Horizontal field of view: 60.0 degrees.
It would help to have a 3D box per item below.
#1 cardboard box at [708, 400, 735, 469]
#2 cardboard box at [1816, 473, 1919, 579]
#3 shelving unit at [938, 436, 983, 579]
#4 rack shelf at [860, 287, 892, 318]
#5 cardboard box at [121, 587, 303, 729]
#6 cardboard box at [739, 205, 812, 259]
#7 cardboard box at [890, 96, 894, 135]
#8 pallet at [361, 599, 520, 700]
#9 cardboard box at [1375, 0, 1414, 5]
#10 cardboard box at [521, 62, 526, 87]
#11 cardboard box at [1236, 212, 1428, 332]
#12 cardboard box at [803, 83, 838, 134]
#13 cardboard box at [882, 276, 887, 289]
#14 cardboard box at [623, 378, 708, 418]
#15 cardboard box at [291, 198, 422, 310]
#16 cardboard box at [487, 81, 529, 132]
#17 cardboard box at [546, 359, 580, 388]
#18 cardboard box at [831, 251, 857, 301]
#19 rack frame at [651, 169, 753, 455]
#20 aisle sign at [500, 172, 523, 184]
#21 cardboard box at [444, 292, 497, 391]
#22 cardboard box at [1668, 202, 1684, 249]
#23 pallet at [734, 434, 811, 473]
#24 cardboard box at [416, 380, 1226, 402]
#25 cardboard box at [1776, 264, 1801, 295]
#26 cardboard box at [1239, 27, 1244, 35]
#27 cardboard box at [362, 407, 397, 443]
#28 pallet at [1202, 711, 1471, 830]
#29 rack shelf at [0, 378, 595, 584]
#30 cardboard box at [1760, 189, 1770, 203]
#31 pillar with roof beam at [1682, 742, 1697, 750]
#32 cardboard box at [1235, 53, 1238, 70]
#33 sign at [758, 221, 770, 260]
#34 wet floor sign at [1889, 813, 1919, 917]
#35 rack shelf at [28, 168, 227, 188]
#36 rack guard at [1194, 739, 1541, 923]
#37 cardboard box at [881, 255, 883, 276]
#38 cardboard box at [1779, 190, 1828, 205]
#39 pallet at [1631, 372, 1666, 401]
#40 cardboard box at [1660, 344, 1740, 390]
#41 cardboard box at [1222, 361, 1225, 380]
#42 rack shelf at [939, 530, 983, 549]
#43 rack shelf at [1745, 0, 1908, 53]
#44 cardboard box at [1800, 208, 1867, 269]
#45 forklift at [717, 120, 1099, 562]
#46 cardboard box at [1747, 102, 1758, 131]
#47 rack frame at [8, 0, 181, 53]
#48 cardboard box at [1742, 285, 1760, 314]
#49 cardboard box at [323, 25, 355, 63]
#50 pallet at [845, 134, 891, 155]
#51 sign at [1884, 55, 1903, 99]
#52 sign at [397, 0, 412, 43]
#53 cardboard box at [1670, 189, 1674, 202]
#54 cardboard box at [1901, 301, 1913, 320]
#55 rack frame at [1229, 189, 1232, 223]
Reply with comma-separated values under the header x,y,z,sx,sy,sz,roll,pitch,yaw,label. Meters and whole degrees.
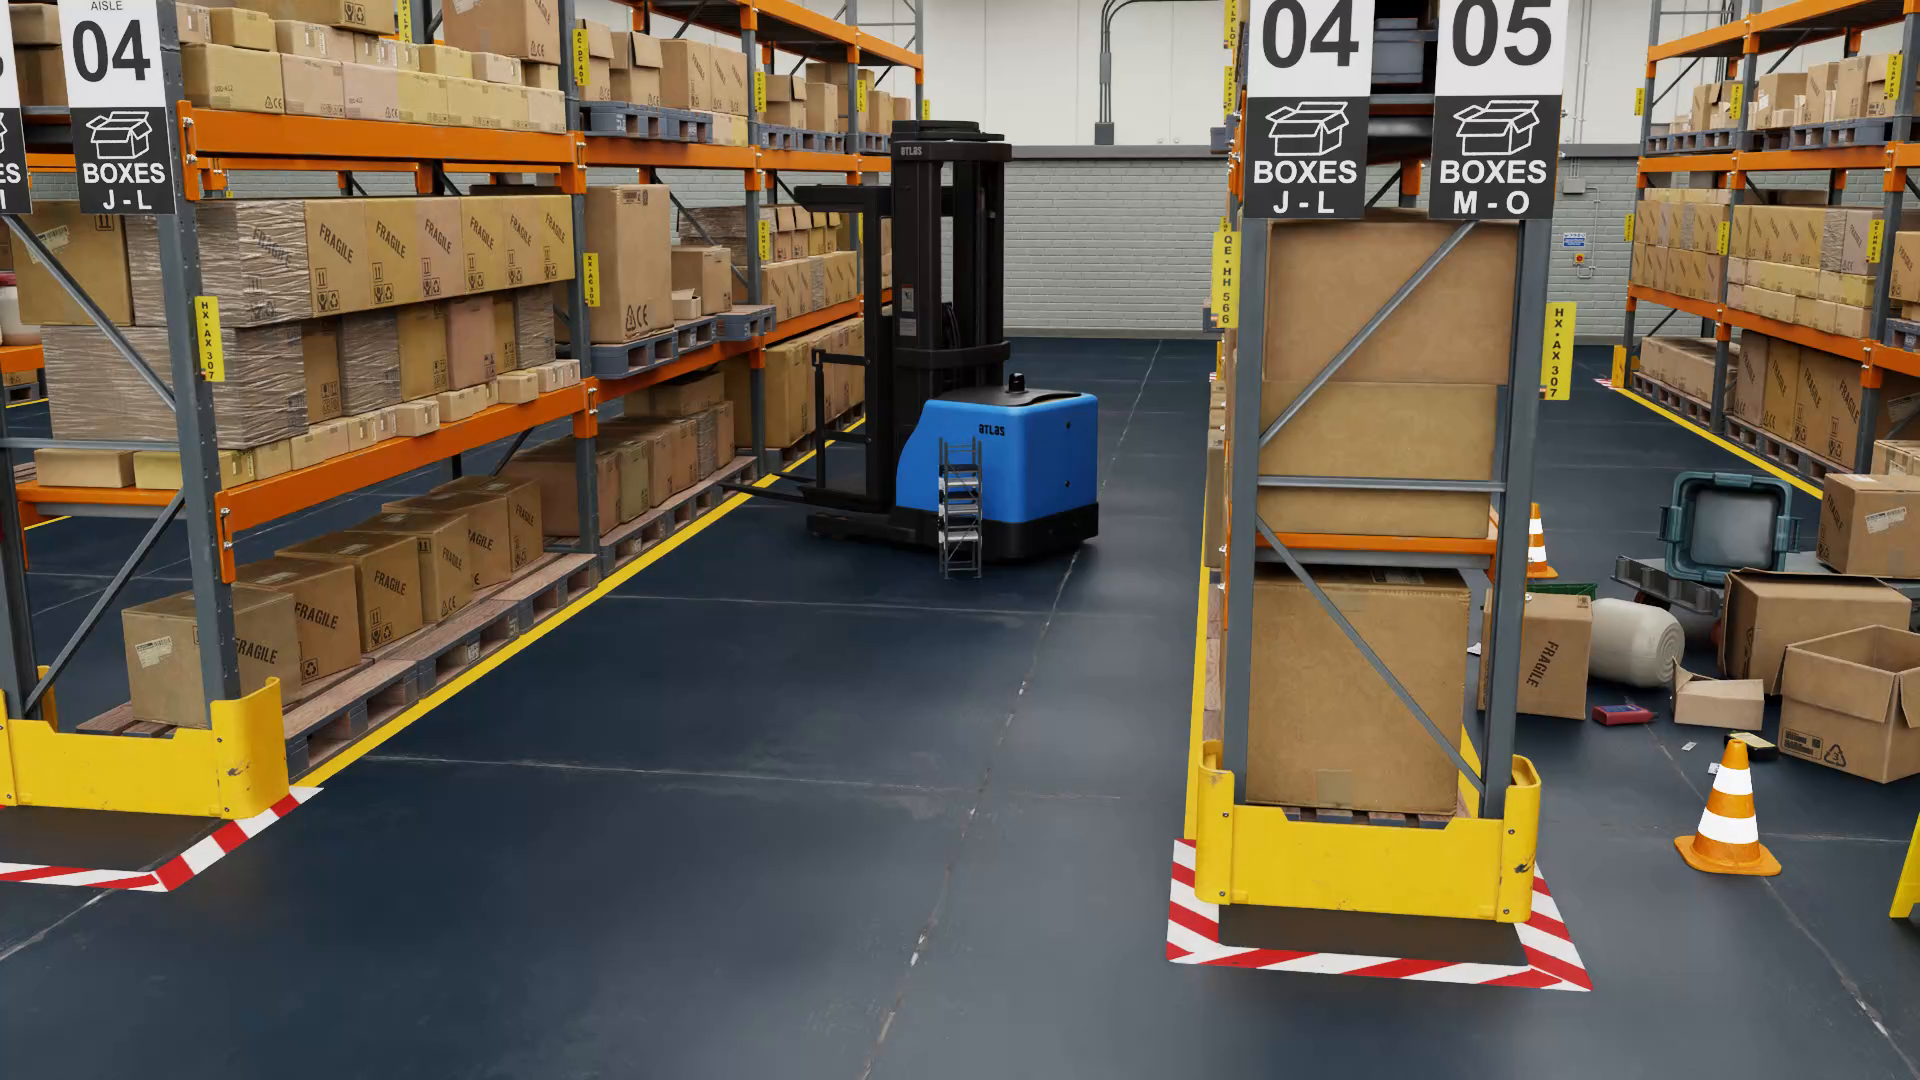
x,y,z,sx,sy,sz,roll,pitch,yaw,label
-2.289,-0.889,13.887,0.700,0.500,0.500,1,12,6,cardboard box
5.208,-0.082,9.389,0.500,0.500,0.500,2,12,9,cardboard box
5.506,-0.661,7.482,9.927,3.194,8.476,-2,12,-10,shelving unit
-1.283,-2.933,20.192,1.077,0.370,4.000,2,12,9,rack shelf
-3.324,0.517,7.413,0.500,0.500,0.500,4,13,19,cardboard box
-1.878,-3.002,16.186,0.797,0.503,0.637,2,12,10,cardboard box
-1.208,-5.247,20.631,0.700,0.500,0.500,1,12,7,cardboard box
-3.075,0.556,8.914,1.003,0.211,1.213,2,12,9,pallet
1.854,-2.179,6.281,0.500,0.250,0.500,2,12,8,cardboard box
-2.717,-2.661,9.512,0.380,0.149,0.250,2,12,9,cardboard box
1.711,-1.210,7.570,0.875,0.550,0.500,2,12,9,cardboard box
-1.670,-4.468,17.251,0.700,0.500,0.500,2,12,10,cardboard box
-1.058,-3.014,19.456,0.380,0.149,0.250,2,12,8,cardboard box
-2.351,-1.144,13.293,0.500,0.250,0.500,3,13,15,cardboard box
-2.923,-1.367,7.901,0.500,0.500,0.500,2,12,9,cardboard box
-2.724,-2.384,9.174,0.500,0.250,0.500,2,12,10,cardboard box
-2.564,-1.026,10.231,0.380,0.149,0.250,2,12,9,cardboard box
-1.393,-2.811,17.681,0.500,0.500,0.500,2,12,9,cardboard box
-2.203,-2.036,14.320,0.949,2.616,0.053,2,12,9,rack frame
-6.152,-5.157,22.633,0.394,0.787,0.004,2,12,9,aisle sign
-3.040,-1.096,9.014,0.875,0.500,0.500,2,12,9,cardboard box
8.241,-3.508,18.541,0.500,0.500,0.500,2,12,9,cardboard box
-2.010,-0.834,15.364,1.003,0.211,1.213,2,12,9,pallet
-0.031,-0.624,10.953,5.455,1.239,5.693,2,12,8,cardboard box
7.623,-2.317,14.794,0.500,0.250,0.500,2,12,7,cardboard box
1.205,-1.919,6.021,0.380,0.149,0.250,2,12,9,cardboard box
-2.971,-0.560,8.067,0.380,0.149,0.250,2,12,9,cardboard box
1.495,1.005,6.827,1.003,0.211,1.213,2,12,9,pallet
-3.129,-0.435,8.600,1.077,0.370,4.000,2,12,9,rack shelf
8.082,-3.528,17.094,0.380,0.149,0.250,2,12,10,cardboard box
-2.898,-4.227,10.117,13.495,9.045,5.221,2,12,9,pillar with roof beam
1.518,-2.343,7.985,0.380,0.149,0.250,2,12,8,cardboard box
-1.668,-2.548,14.134,0.100,0.325,0.005,2,12,9,sign
3.401,1.032,5.672,0.267,0.644,0.232,0,12,-1,wet floor sign
-11.071,-4.721,21.369,1.077,0.370,4.000,2,12,9,rack shelf
1.446,1.038,5.990,1.175,0.500,0.348,2,12,9,rack guard
-1.178,-3.133,19.062,0.500,0.250,0.500,2,12,8,cardboard box
8.506,-3.460,16.776,0.380,0.149,0.250,2,12,8,cardboard box
8.771,-1.848,20.067,1.003,0.211,1.213,2,12,9,pallet
8.681,-2.002,19.246,0.875,0.438,0.875,2,12,10,cardboard box
2.593,-1.460,14.806,0.500,0.250,0.500,2,12,9,cardboard box
0.001,-0.003,10.884,0.258,0.077,0.200,-2,12,-10,rack shelf
7.894,-4.517,14.248,1.077,0.370,4.000,2,12,9,rack shelf
7.561,-2.579,14.229,0.500,0.500,0.500,2,12,9,cardboard box
-3.196,-1.894,13.823,9.518,2.935,1.550,9,15,37,forklift
7.779,-4.061,15.917,0.396,0.266,0.258,2,12,8,cardboard box
-3.436,-3.303,5.961,1.000,3.000,0.127,2,12,9,rack frame
7.795,-2.283,15.824,0.500,0.250,0.500,2,12,7,cardboard box
-2.959,-2.221,7.467,0.380,0.149,0.250,2,12,9,cardboard box
-1.265,-4.715,19.841,1.003,0.211,1.213,2,12,9,pallet
7.039,-3.492,12.543,0.100,0.325,0.005,2,12,9,sign
-3.370,-3.132,10.125,0.100,0.325,0.005,2,12,9,sign
8.274,-3.900,18.821,0.380,0.149,0.250,2,12,9,cardboard box
7.353,-1.736,12.527,0.380,0.149,0.250,1,12,5,cardboard box
3.295,-2.687,17.341,1.000,3.000,0.127,2,12,9,rack frame
